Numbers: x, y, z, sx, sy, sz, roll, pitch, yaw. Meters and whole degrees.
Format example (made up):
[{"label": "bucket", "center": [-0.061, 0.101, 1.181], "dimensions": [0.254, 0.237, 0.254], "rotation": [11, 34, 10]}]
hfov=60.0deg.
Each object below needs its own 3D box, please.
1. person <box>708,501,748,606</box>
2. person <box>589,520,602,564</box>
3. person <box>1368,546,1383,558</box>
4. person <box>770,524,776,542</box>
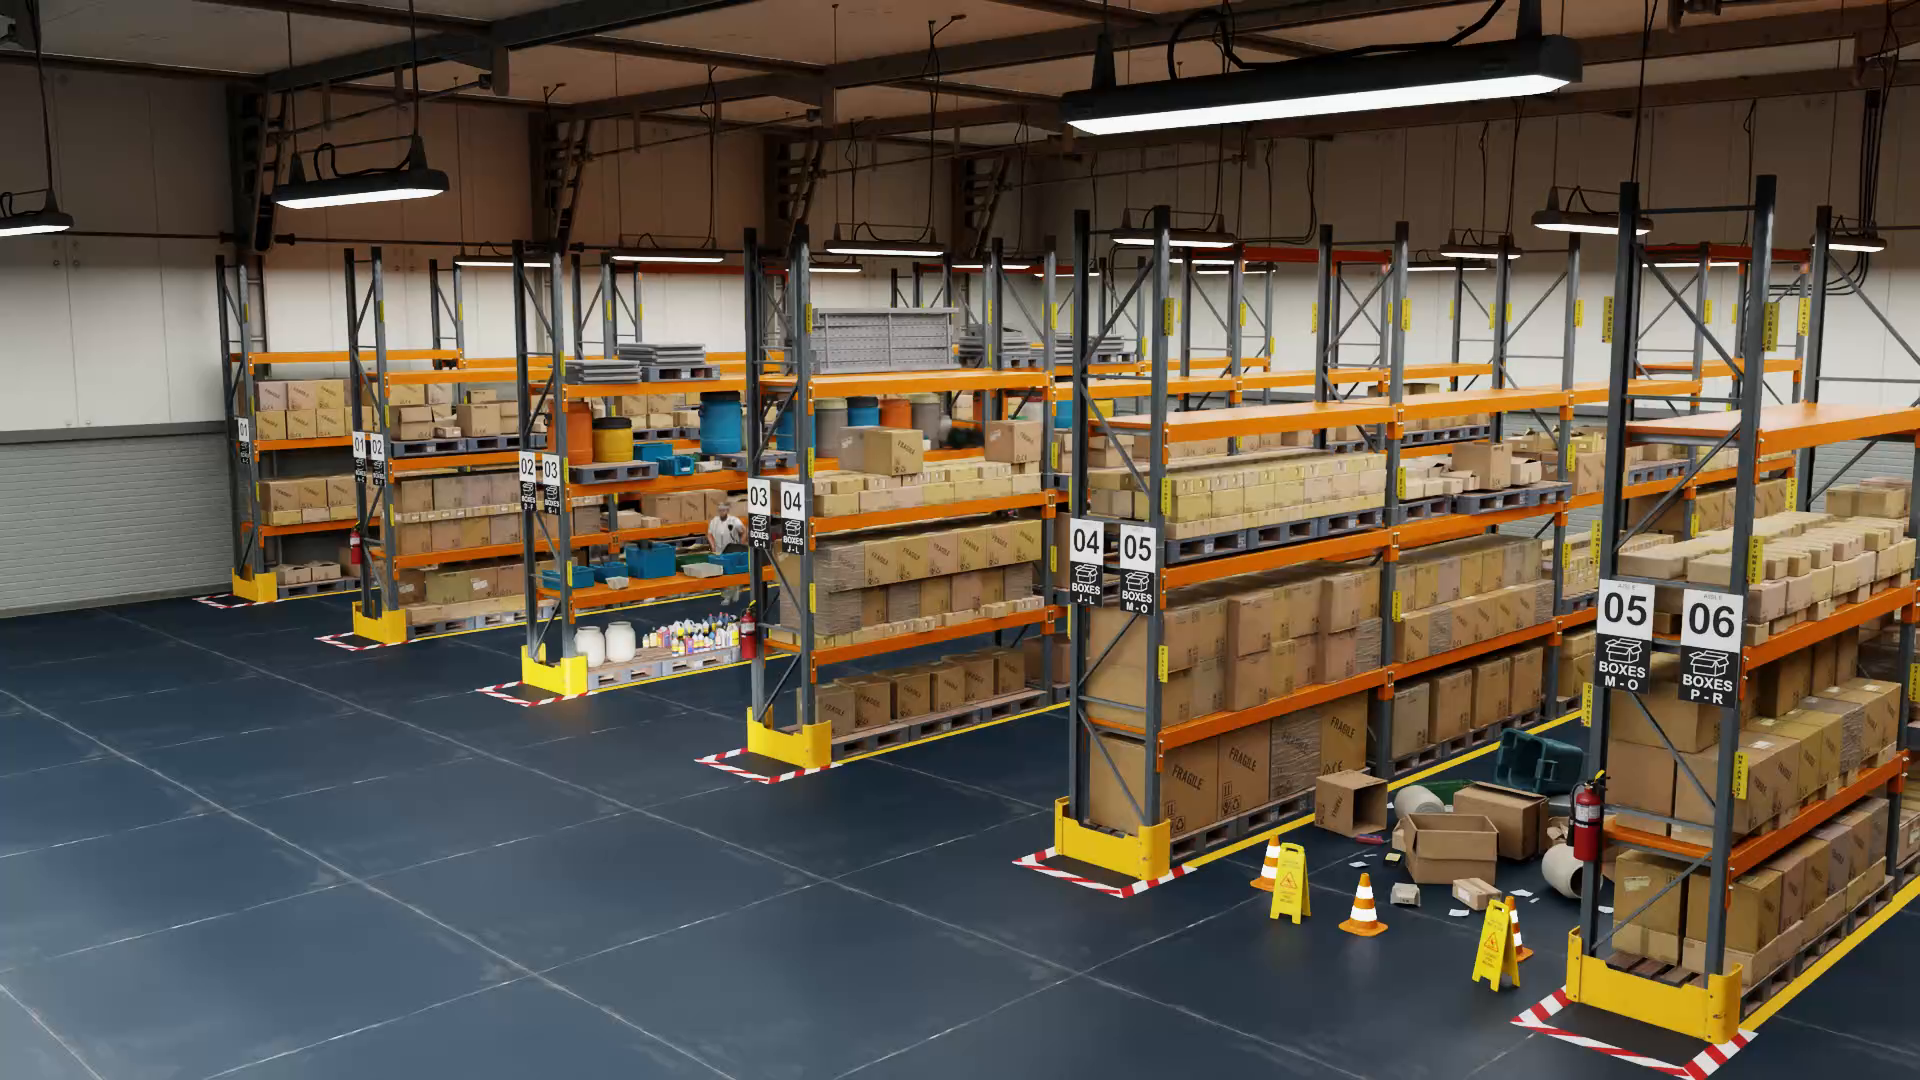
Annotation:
[{"label": "person", "center": [-3.871, 0.206, 27.861], "dimensions": [0.658, 1.779, 0.838], "rotation": [3, 8, 17]}, {"label": "person", "center": [-6.748, 0.062, 30.324], "dimensions": [0.566, 1.660, 0.945], "rotation": [7, 11, 41]}, {"label": "person", "center": [6.282, 0.816, 25.000], "dimensions": [0.540, 1.609, 0.861], "rotation": [8, 11, 43]}, {"label": "person", "center": [-3.906, -0.428, 33.493], "dimensions": [0.654, 1.681, 0.646], "rotation": [7, 11, 42]}]
